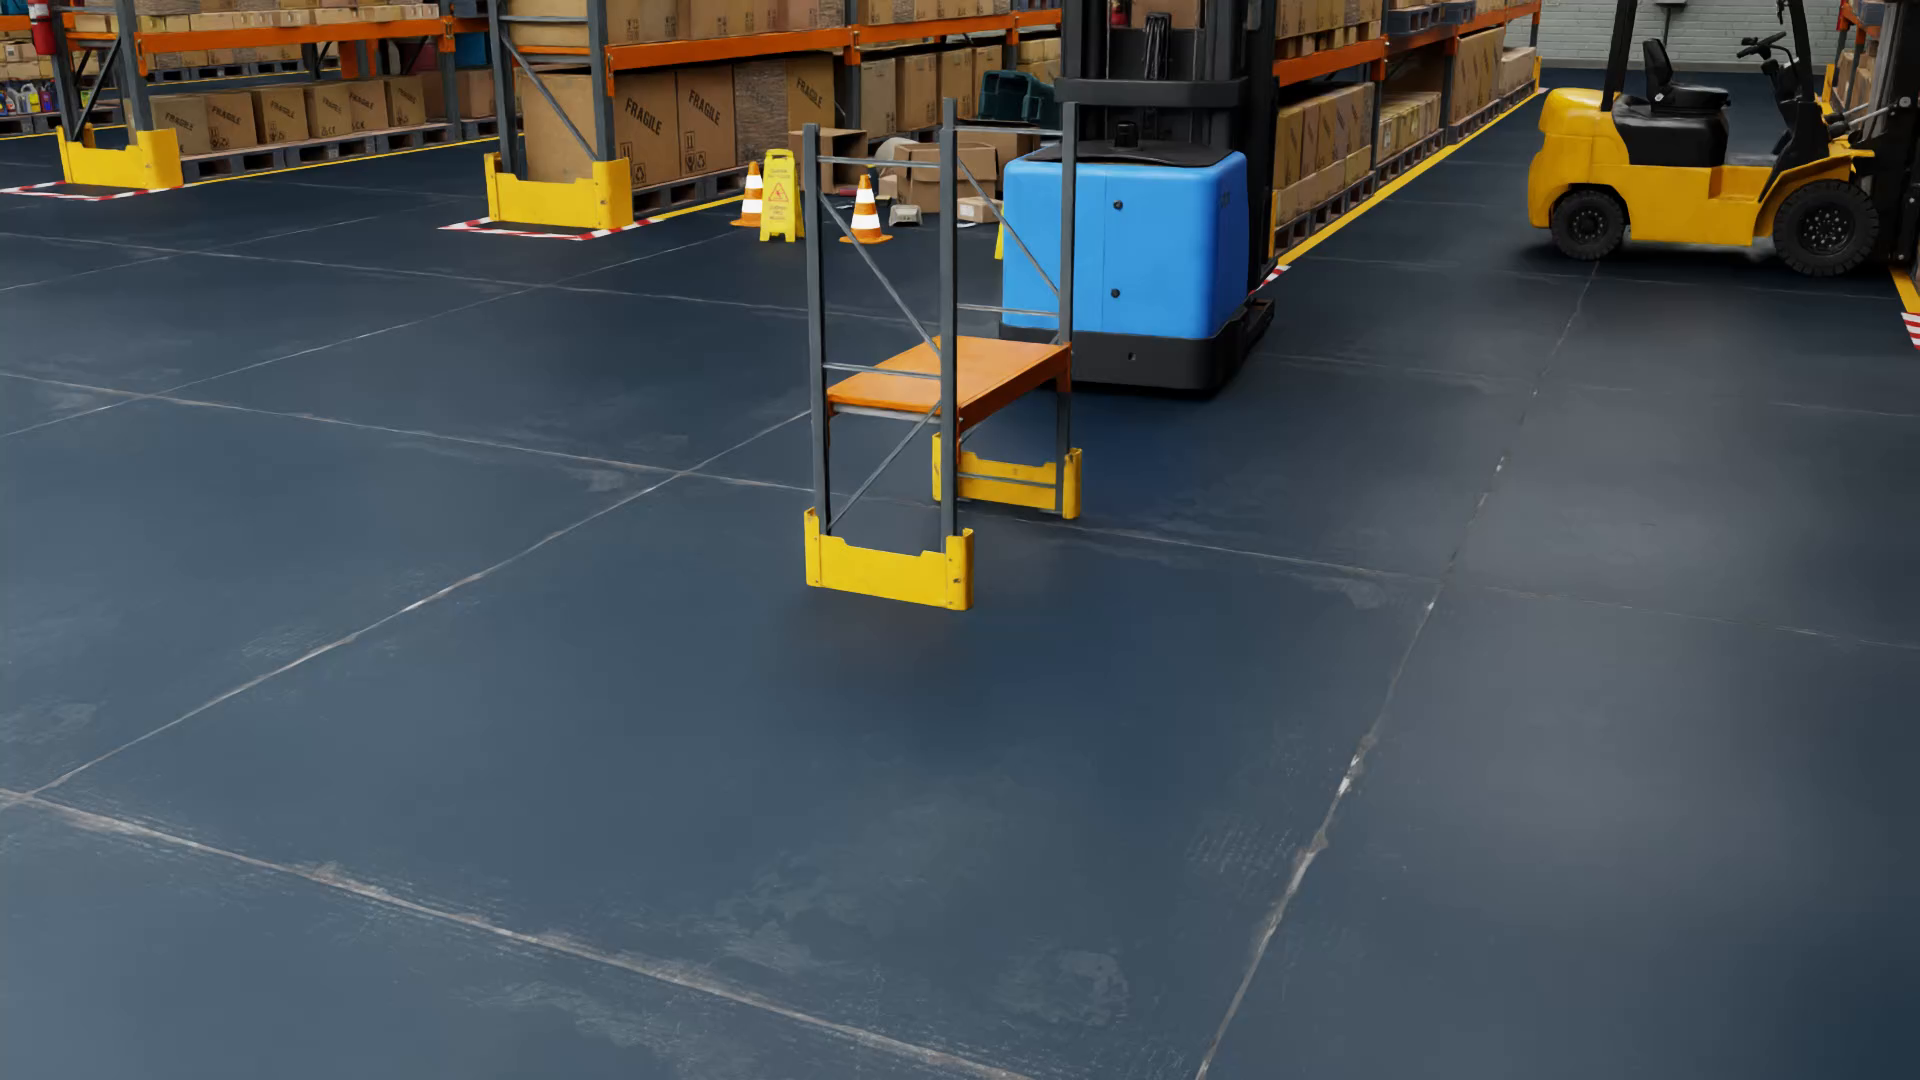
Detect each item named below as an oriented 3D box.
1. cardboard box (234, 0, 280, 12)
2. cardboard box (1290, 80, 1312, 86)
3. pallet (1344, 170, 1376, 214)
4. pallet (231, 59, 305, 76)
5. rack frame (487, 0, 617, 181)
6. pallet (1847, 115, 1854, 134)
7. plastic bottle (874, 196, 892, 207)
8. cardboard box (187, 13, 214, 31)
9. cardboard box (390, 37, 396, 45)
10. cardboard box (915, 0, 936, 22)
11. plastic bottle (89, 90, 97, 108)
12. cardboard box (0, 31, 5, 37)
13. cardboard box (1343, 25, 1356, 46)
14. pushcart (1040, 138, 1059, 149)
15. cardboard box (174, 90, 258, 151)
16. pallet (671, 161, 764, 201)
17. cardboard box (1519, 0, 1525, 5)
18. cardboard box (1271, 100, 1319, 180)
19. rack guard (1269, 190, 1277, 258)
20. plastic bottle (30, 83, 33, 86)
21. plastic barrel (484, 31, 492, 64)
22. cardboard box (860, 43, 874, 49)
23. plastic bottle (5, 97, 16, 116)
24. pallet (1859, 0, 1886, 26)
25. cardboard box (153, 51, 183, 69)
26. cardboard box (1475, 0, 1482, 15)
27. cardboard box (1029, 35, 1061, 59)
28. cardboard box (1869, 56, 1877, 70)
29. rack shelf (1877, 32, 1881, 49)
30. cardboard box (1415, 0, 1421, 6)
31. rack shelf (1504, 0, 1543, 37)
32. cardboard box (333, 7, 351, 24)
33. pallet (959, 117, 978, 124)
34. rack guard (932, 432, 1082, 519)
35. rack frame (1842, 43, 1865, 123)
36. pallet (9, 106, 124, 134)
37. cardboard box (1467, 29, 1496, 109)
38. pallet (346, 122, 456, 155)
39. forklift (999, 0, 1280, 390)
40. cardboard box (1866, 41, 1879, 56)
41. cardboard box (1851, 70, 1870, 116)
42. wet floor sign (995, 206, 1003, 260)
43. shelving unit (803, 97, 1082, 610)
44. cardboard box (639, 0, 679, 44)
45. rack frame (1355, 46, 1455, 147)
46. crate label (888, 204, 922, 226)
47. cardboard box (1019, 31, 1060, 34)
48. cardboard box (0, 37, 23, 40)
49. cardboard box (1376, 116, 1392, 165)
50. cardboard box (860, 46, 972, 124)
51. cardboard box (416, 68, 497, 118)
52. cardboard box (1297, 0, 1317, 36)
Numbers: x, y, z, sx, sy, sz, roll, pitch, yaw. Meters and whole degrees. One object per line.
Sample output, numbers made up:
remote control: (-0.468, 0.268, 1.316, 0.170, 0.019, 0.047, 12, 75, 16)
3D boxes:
cardboard box: (-6.984, -5.275, 15.731, 0.875, 0.500, 0.500, 9, 21, 23)
cardboard box: (2.617, -3.582, 13.922, 0.500, 0.500, 0.500, 10, 22, 25)
pallet: (2.862, -2.946, 13.937, 1.003, 0.211, 1.213, 9, 21, 23)
pallet: (-11.995, -8.068, 28.339, 1.003, 0.211, 1.213, 9, 21, 23)
rack frame: (-3.090, -3.895, 12.445, 1.000, 3.000, 0.127, 9, 21, 23)
pallet: (10.612, -4.668, 18.779, 1.003, 0.211, 1.213, 9, 21, 23)
plastic bottle: (-0.641, -2.816, 13.796, 0.133, 0.061, 0.283, 1, 20, 4)
cardboard box: (-7.004, -4.691, 15.057, 0.380, 0.149, 0.250, 9, 21, 23)
cardboard box: (-10.473, -9.284, 31.044, 0.500, 0.250, 0.500, 9, 21, 23)
cardboard box: (-0.578, -5.596, 17.078, 0.500, 0.500, 0.500, 8, 21, 22)
plastic bottle: (-10.319, -5.244, 19.758, 0.097, 0.201, 0.097, 0, 20, 0)
cardboard box: (-17.070, -8.750, 28.678, 0.750, 0.750, 0.750, 8, 21, 22)
cardboard box: (2.838, -3.900, 12.834, 0.380, 0.149, 0.250, 8, 21, 22)
pushcart: (1.004, -3.532, 15.337, 1.648, 0.377, 0.936, 1, 20, 4)
cardboard box: (-7.090, -4.003, 15.852, 0.500, 0.500, 0.500, 15, 25, 37)
pallet: (-2.333, -3.208, 14.675, 1.003, 0.211, 1.213, 9, 21, 23)
cardboard box: (7.231, -7.374, 22.079, 0.500, 0.500, 0.500, 9, 21, 23)
cardboard box: (2.269, -2.879, 11.945, 0.500, 0.500, 0.500, 8, 21, 21)
rack guard: (1.498, -2.092, 11.106, 1.175, 0.500, 0.348, 9, 21, 23)
plastic bottle: (-11.093, -5.293, 19.784, 0.152, 0.276, 0.135, 9, 22, 25)
plastic barrel: (-7.417, -8.000, 26.492, 0.600, 0.901, 0.708, 9, 21, 23)
cardboard box: (-1.948, -7.938, 26.356, 0.875, 0.875, 0.875, 9, 21, 23)
plastic bottle: (-10.760, -4.915, 18.833, 0.097, 0.201, 0.097, 0, 20, 0)
pallet: (9.486, -5.139, 16.229, 1.213, 0.211, 1.003, 9, 21, 23)
cardboard box: (-12.678, -7.703, 26.226, 0.500, 0.500, 0.500, 8, 21, 21)
cardboard box: (5.587, -6.056, 18.745, 0.500, 0.250, 0.500, 9, 22, 24)
cardboard box: (1.111, -6.196, 20.900, 0.500, 0.250, 0.500, 9, 21, 23)
cardboard box: (10.384, -5.313, 18.566, 0.380, 0.149, 0.250, 7, 21, 20)
rack shelf: (8.454, -4.062, 13.988, 1.077, 0.370, 4.000, 9, 21, 23)
cardboard box: (4.022, -4.995, 15.287, 0.380, 0.149, 0.250, 9, 21, 23)
rack shelf: (7.200, -7.188, 22.777, 1.077, 0.370, 4.000, 9, 21, 23)
cardboard box: (-6.313, -5.230, 16.573, 0.380, 0.149, 0.250, 9, 21, 23)
pallet: (-0.206, -4.796, 19.140, 1.003, 0.211, 1.213, 9, 21, 23)
rack guard: (0.173, -0.247, 6.289, 0.587, 0.250, 0.087, 9, 21, 23)
rack frame: (10.911, -6.235, 19.025, 1.000, 3.000, 0.127, 9, 21, 23)
pallet: (-10.768, -4.996, 19.701, 1.003, 0.211, 1.213, 9, 21, 23)
cardboard box: (5.837, -5.634, 19.880, 0.875, 0.875, 0.875, 9, 22, 24)
pallet: (-6.179, -4.306, 17.760, 1.003, 0.211, 1.213, 9, 21, 23)
forklift: (1.131, -2.537, 8.728, 1.130, 2.935, 3.031, 6, 21, 17)
cardboard box: (10.458, -5.542, 18.768, 0.380, 0.149, 0.250, 7, 21, 20)
cardboard box: (10.298, -4.974, 18.583, 0.500, 0.500, 0.500, 8, 21, 22)
wet floor sign: (0.413, -2.226, 11.266, 0.267, 0.644, 0.232, 18, 26, 41)
shelving unit: (-0.031, -0.683, 5.652, 0.587, 1.500, 1.083, 9, 21, 23)
cardboard box: (-2.775, -4.257, 13.238, 0.875, 0.550, 0.550, 9, 21, 23)
rack frame: (4.743, -5.693, 17.499, 1.000, 3.000, 0.127, 9, 21, 23)
crate label: (-0.420, -2.504, 12.805, 0.250, 0.136, 0.298, -2, 20, -5)
cardboard box: (1.064, -6.584, 21.991, 0.500, 0.250, 0.500, 9, 22, 24)
cardboard box: (-14.024, -7.298, 24.652, 0.500, 0.311, 0.500, 8, 21, 21)
cardboard box: (3.317, -3.590, 14.882, 0.950, 0.372, 0.625, 9, 21, 23)
cardboard box: (-0.501, -5.037, 18.387, 1.050, 0.750, 0.750, 9, 21, 24)
cardboard box: (-5.665, -5.044, 18.749, 0.700, 0.500, 0.500, 7, 21, 19)
cardboard box: (2.123, -3.700, 11.302, 0.500, 0.500, 0.500, 9, 22, 24)
